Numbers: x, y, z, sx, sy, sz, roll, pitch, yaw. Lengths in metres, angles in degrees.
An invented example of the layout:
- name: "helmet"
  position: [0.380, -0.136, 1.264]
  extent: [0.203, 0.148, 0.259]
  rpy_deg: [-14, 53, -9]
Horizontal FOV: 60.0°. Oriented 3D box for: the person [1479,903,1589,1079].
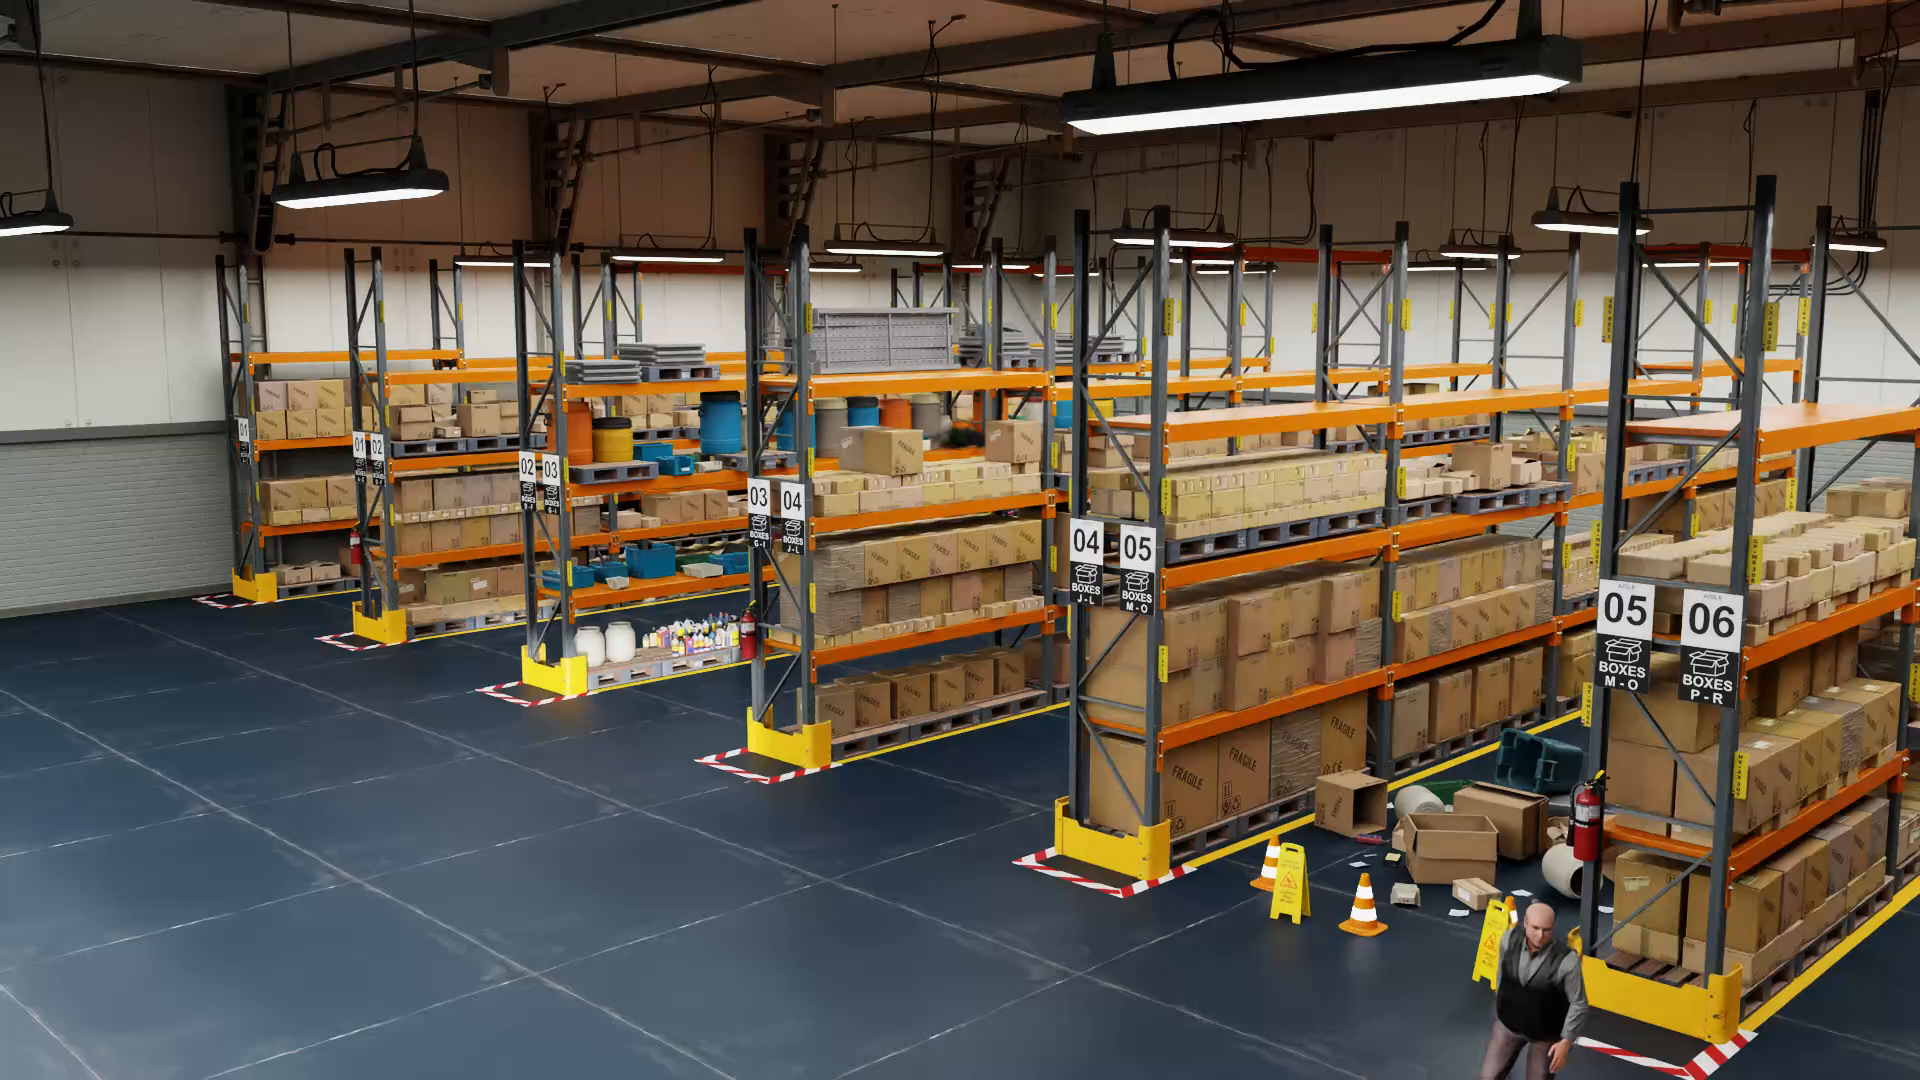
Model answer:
- name: "person"
  position: [3.446, 2.941, 9.979]
  extent: [0.662, 1.676, 0.666]
  rpy_deg: [6, 10, 38]
